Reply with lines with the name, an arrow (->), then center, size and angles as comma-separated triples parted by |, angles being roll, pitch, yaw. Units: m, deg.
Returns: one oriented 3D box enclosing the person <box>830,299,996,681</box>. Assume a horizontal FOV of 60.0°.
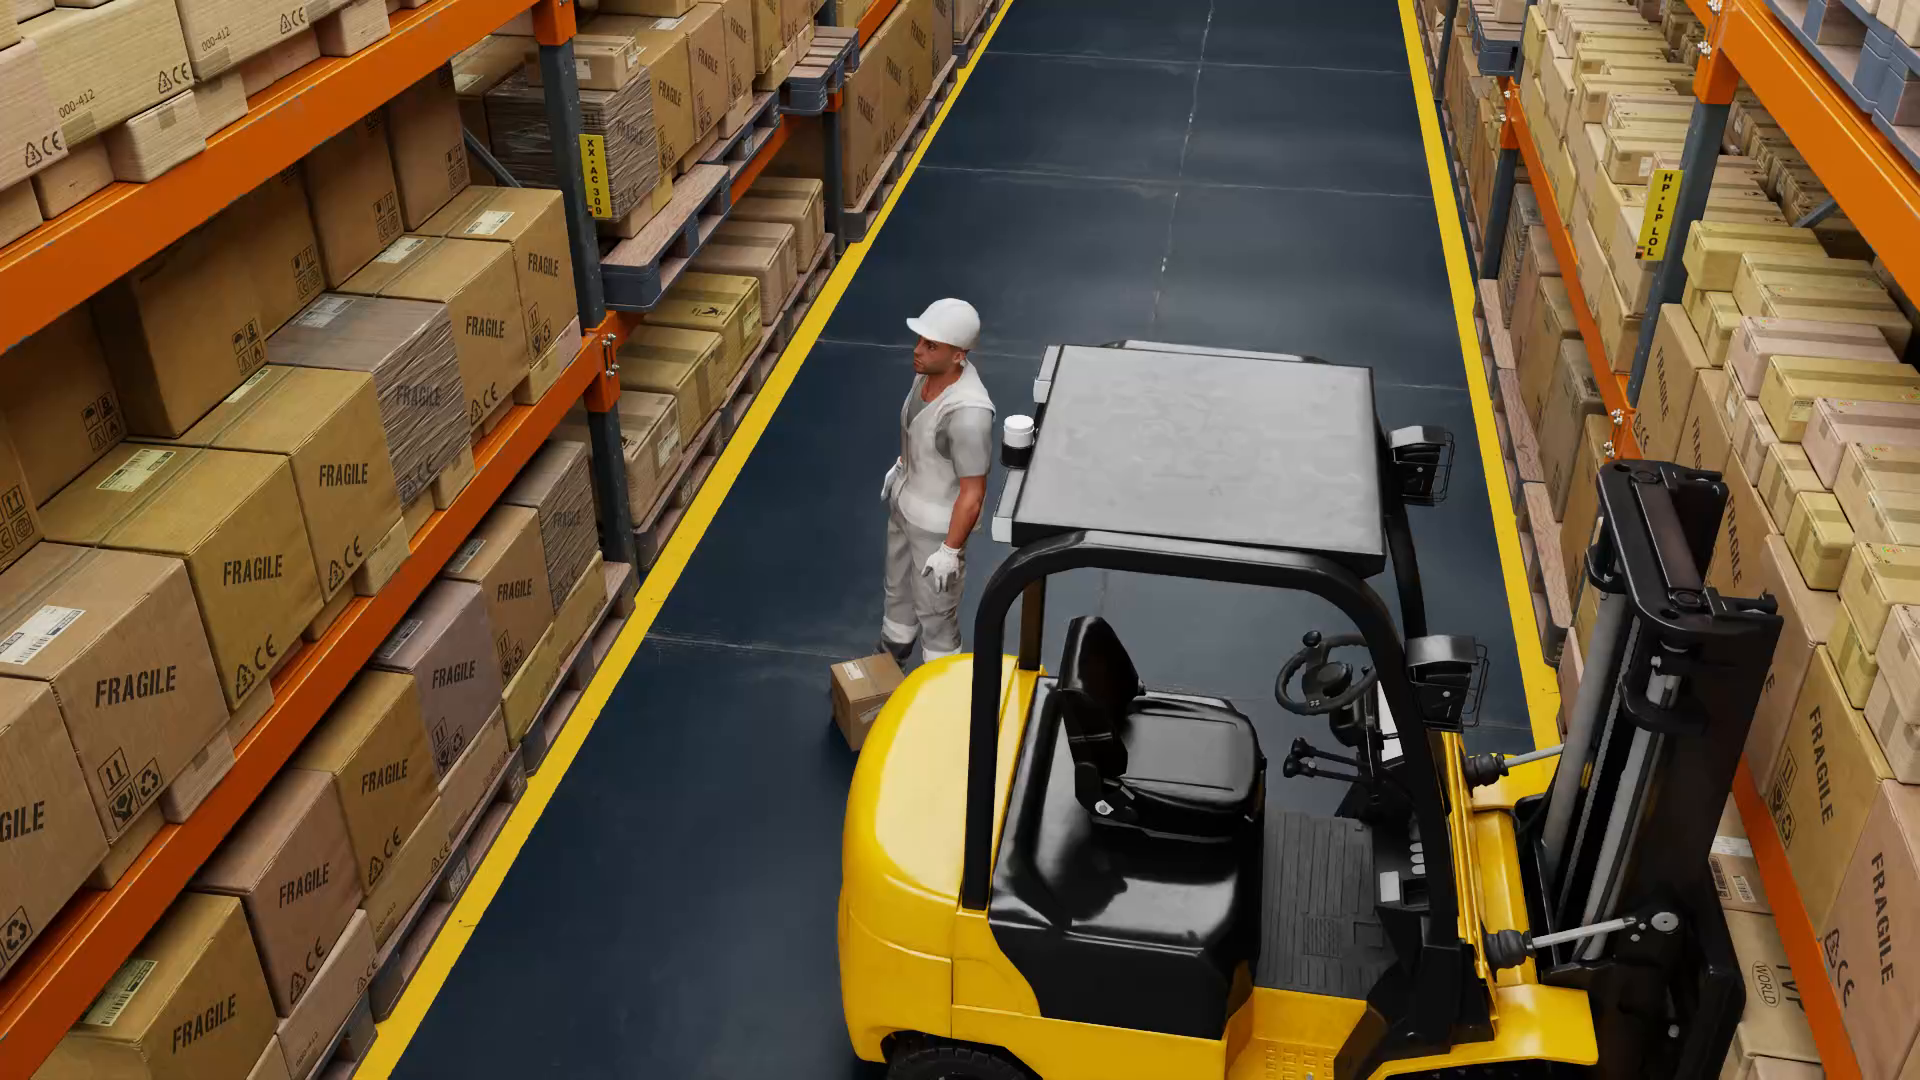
person -> -0.179, -0.075, 6.215 | 0.563, 1.789, 0.638 | -11, 34, -16
